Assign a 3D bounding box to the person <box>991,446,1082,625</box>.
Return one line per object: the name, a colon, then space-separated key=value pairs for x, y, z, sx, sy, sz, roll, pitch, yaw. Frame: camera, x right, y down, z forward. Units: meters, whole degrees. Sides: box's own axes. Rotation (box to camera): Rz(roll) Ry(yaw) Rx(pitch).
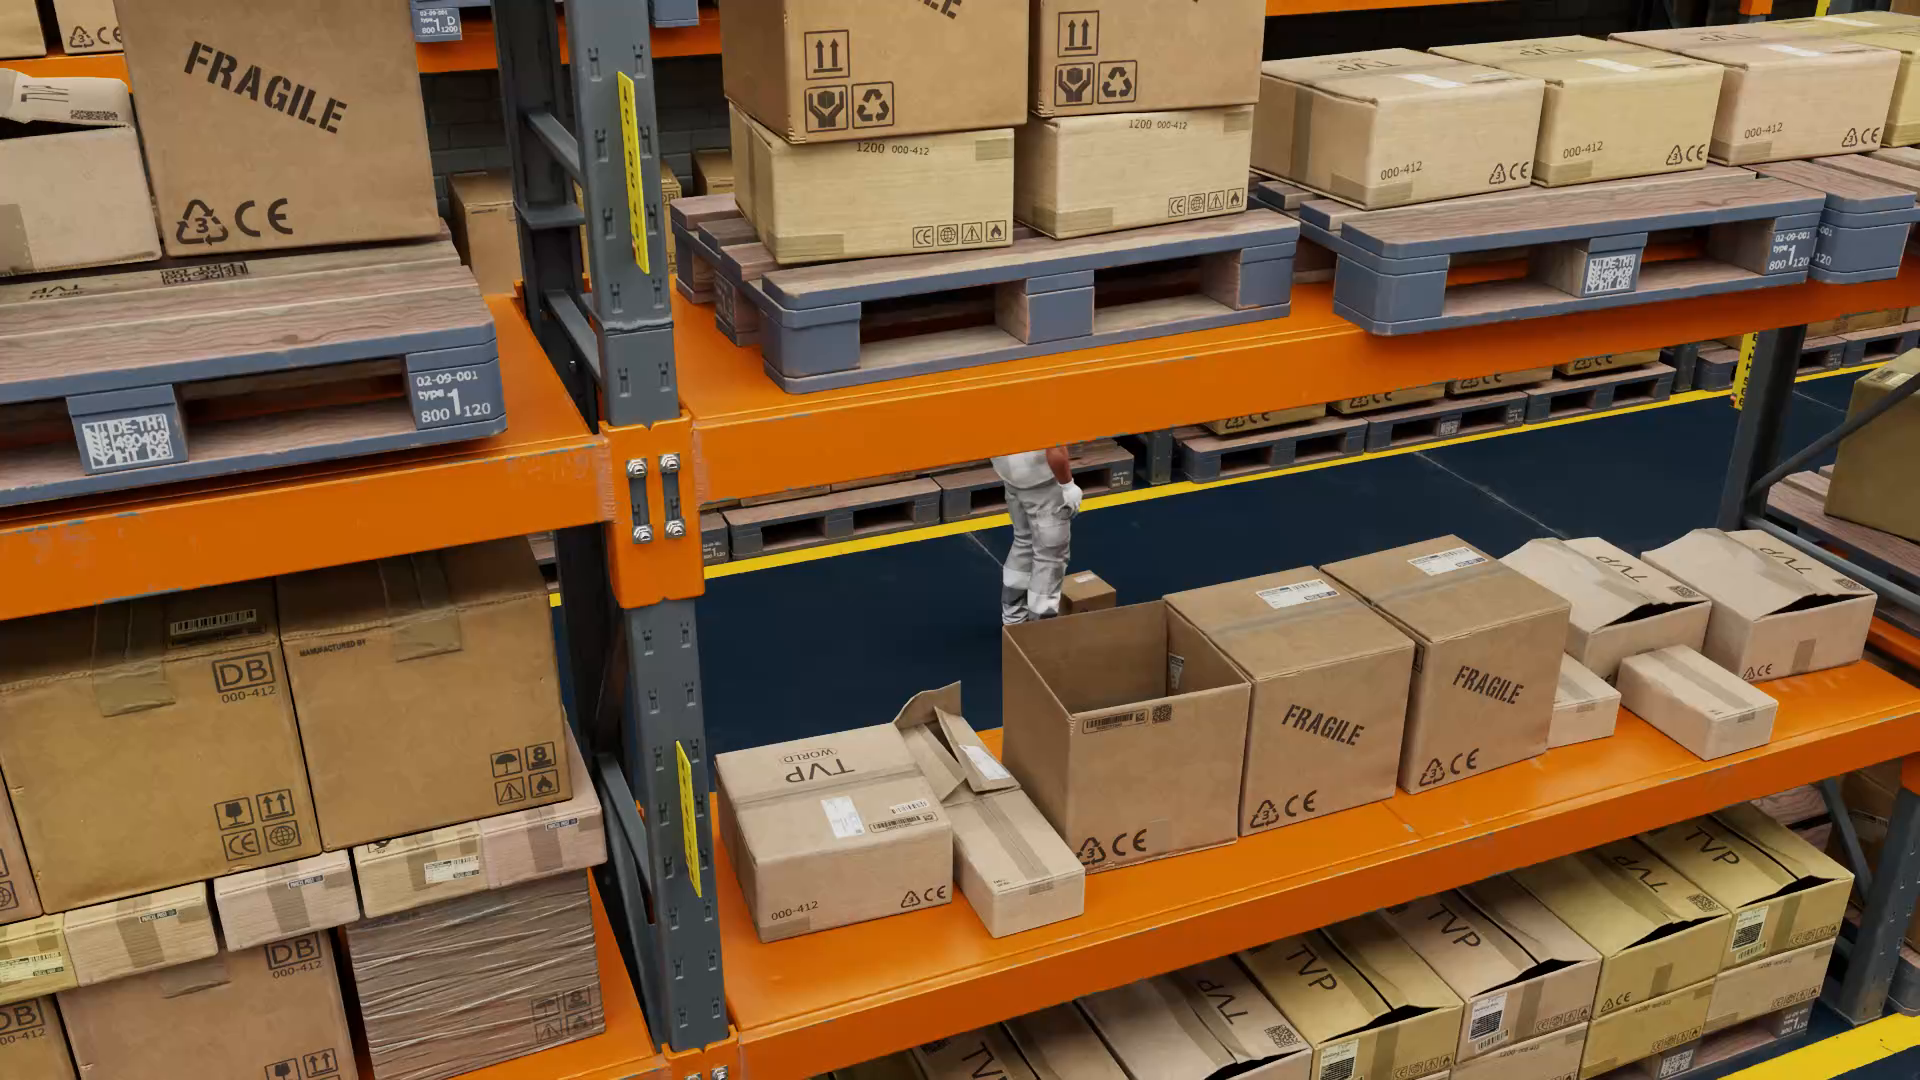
person: x=0.383 y=-0.318 z=7.754 sx=0.453 sy=1.779 sz=0.608 roll=-11 pitch=28 yaw=-21
